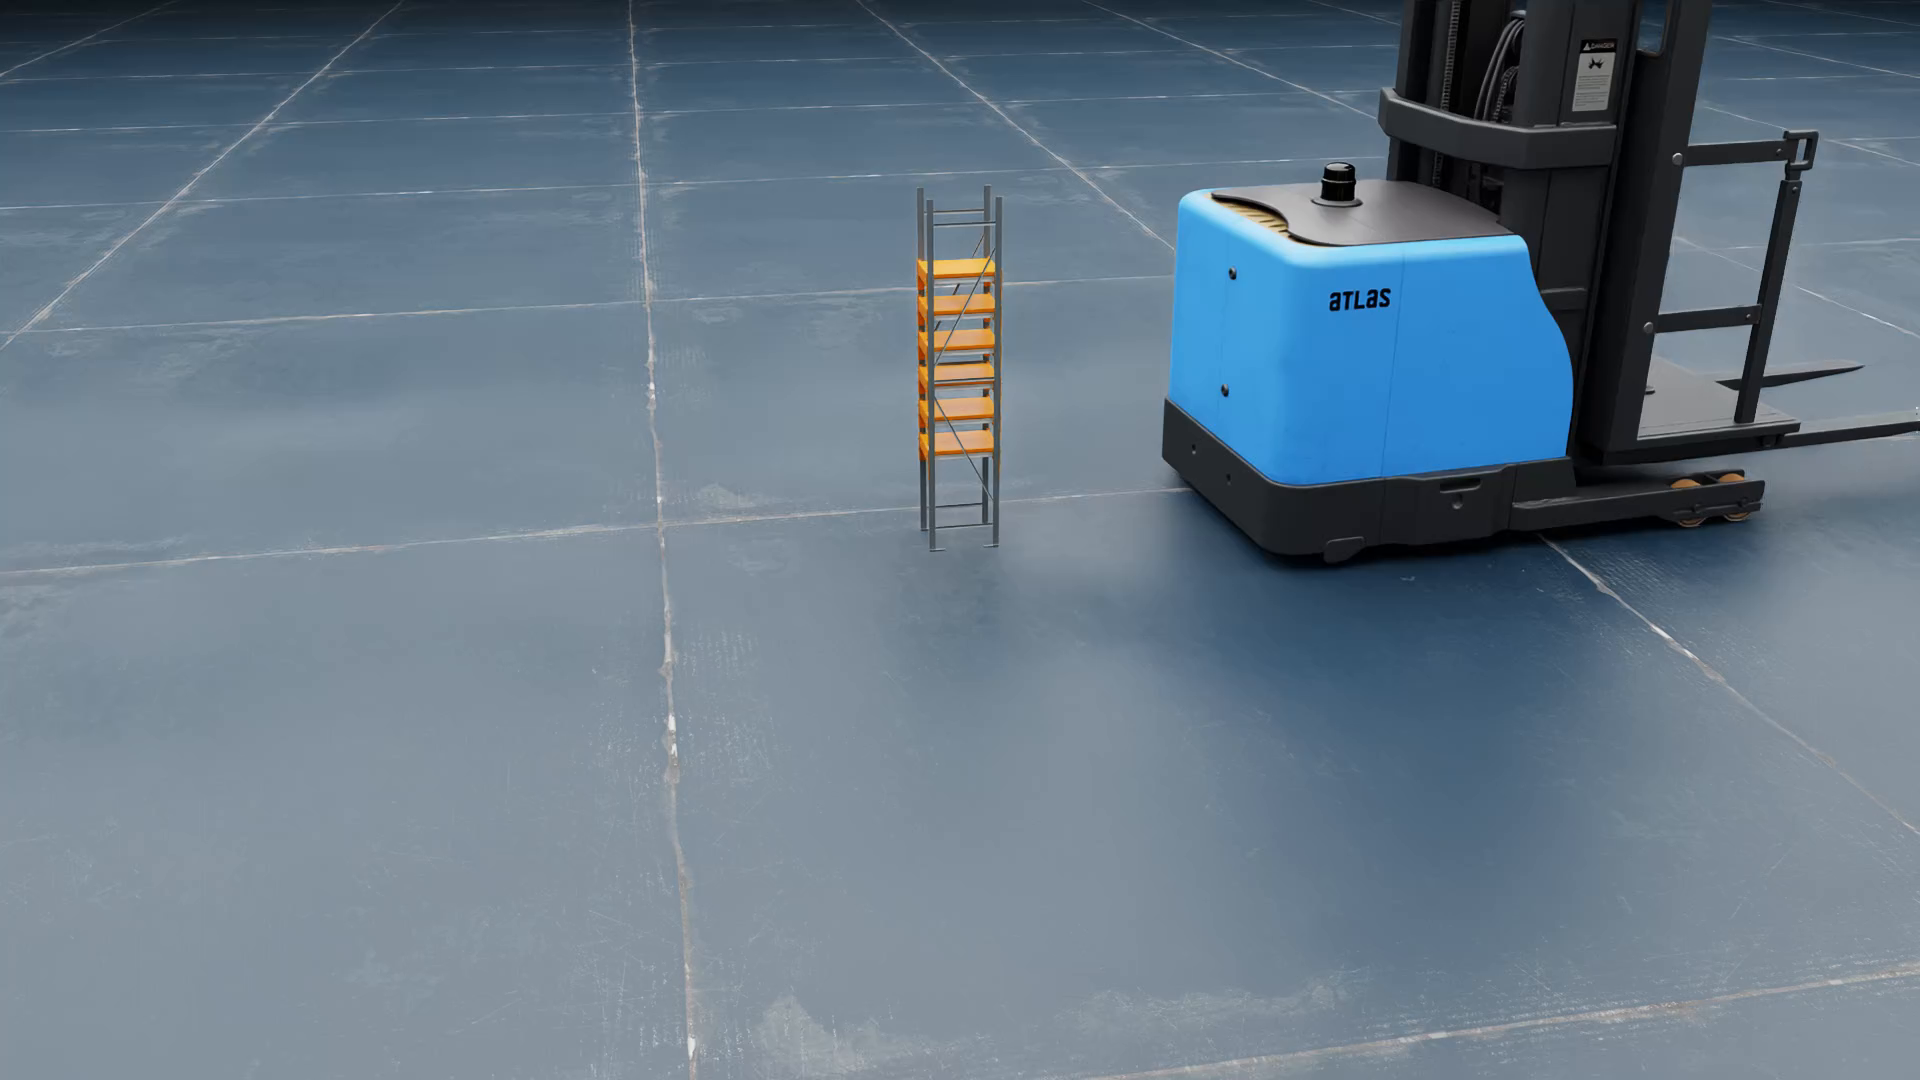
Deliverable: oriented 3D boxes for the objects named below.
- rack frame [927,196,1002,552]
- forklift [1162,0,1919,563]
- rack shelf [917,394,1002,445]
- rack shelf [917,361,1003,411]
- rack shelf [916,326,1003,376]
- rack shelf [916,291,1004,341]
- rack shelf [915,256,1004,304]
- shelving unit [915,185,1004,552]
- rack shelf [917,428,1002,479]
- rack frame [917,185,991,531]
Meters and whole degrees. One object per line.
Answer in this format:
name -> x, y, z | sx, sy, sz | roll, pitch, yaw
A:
rack frame -> 0.014, -0.520, 5.440 | 0.240, 1.200, 0.006 | -4, 24, -10
forklift -> 2.338, -1.584, 5.714 | 3.031, 2.935, 1.130 | -6, 24, -15
rack shelf -> -0.003, -0.405, 5.589 | 0.258, 0.103, 0.180 | -4, 24, -10
rack shelf -> -0.003, -0.515, 5.541 | 0.258, 0.103, 0.180 | -4, 24, -10
rack shelf -> -0.003, -0.625, 5.493 | 0.258, 0.103, 0.180 | -4, 24, -10
rack shelf -> -0.003, -0.735, 5.445 | 0.258, 0.103, 0.180 | -4, 24, -10
rack shelf -> -0.003, -0.845, 5.397 | 0.258, 0.103, 0.180 | -4, 24, -10
shelving unit -> -0.003, -0.556, 5.523 | 0.258, 1.200, 0.189 | -4, 24, -10
rack shelf -> -0.003, -0.295, 5.637 | 0.258, 0.103, 0.180 | -4, 24, -10
rack frame -> -0.020, -0.592, 5.605 | 0.240, 1.200, 0.006 | -4, 24, -10
